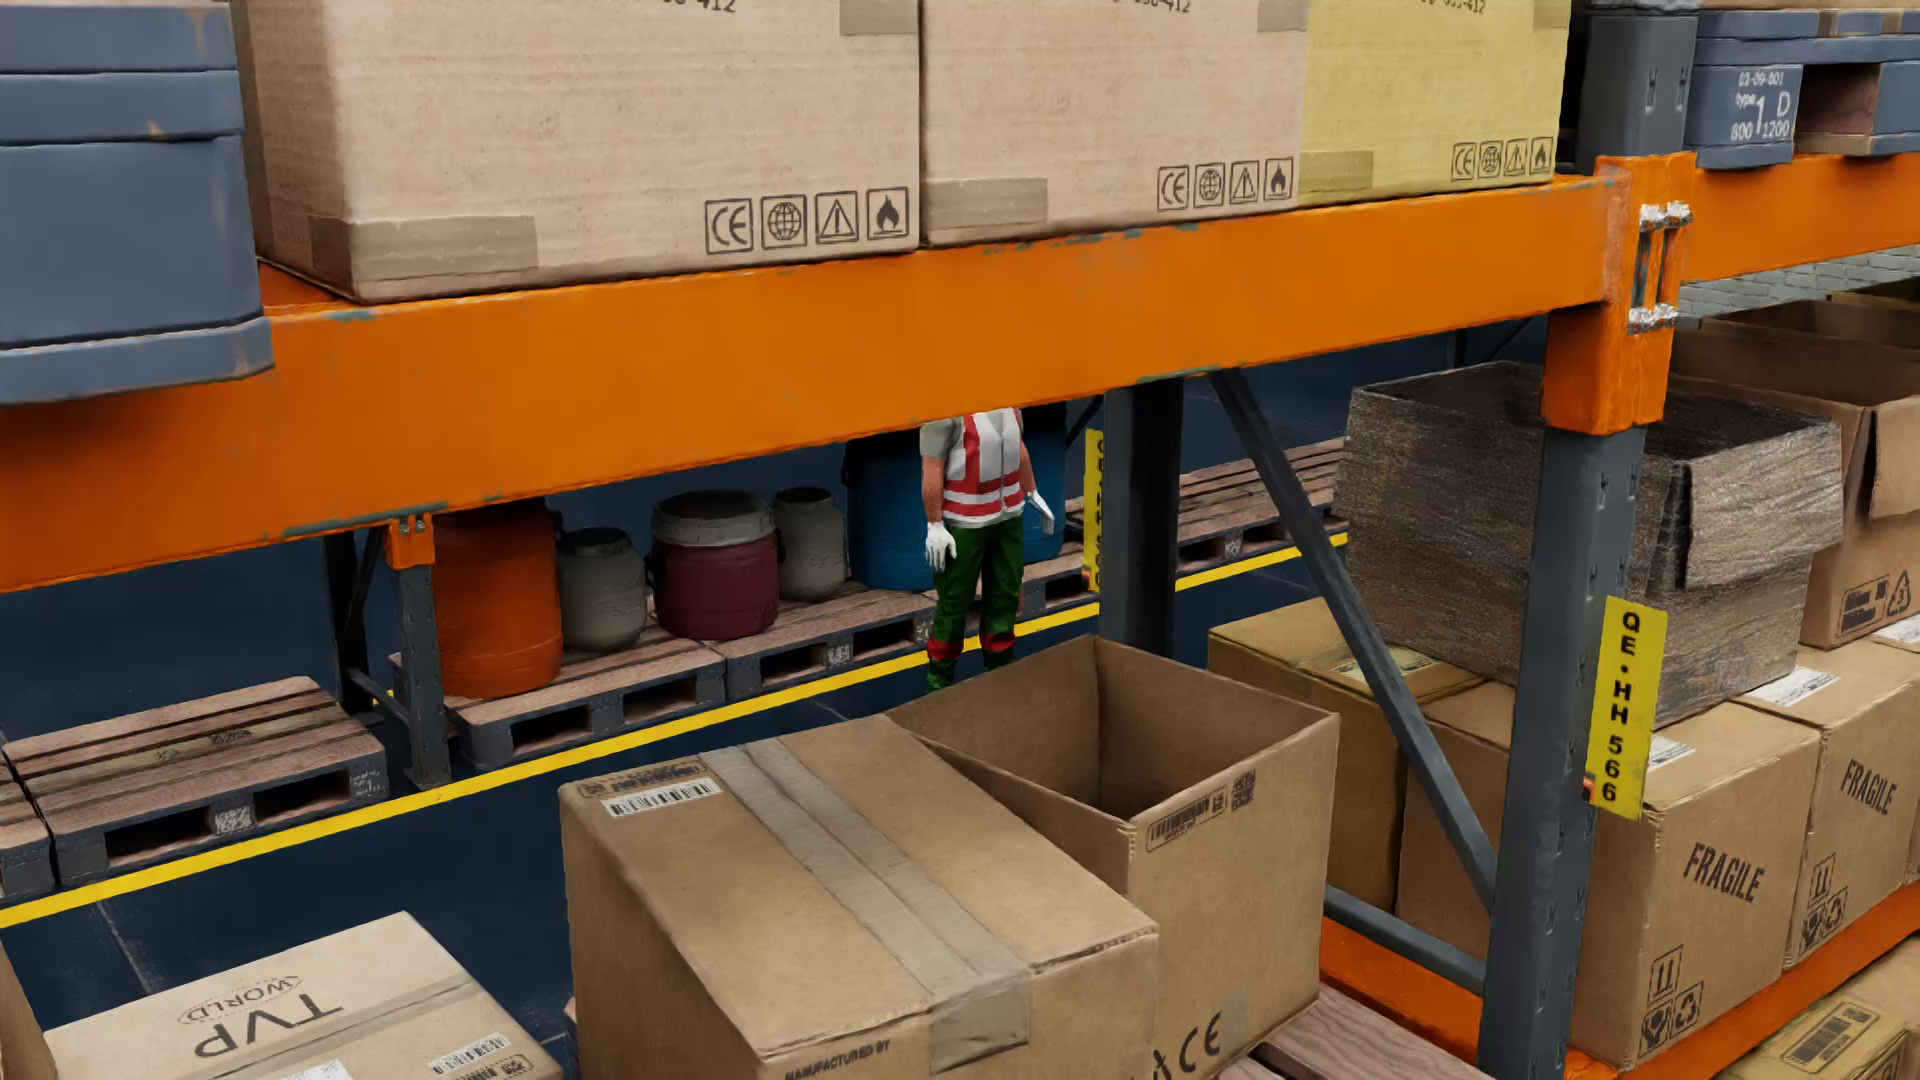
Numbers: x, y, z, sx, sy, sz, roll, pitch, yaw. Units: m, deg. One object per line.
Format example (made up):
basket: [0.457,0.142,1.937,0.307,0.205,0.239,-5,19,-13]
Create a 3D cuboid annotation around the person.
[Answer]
person: [0.119,-0.092,7.225,0.664,1.792,0.445,-15,23,-40]
